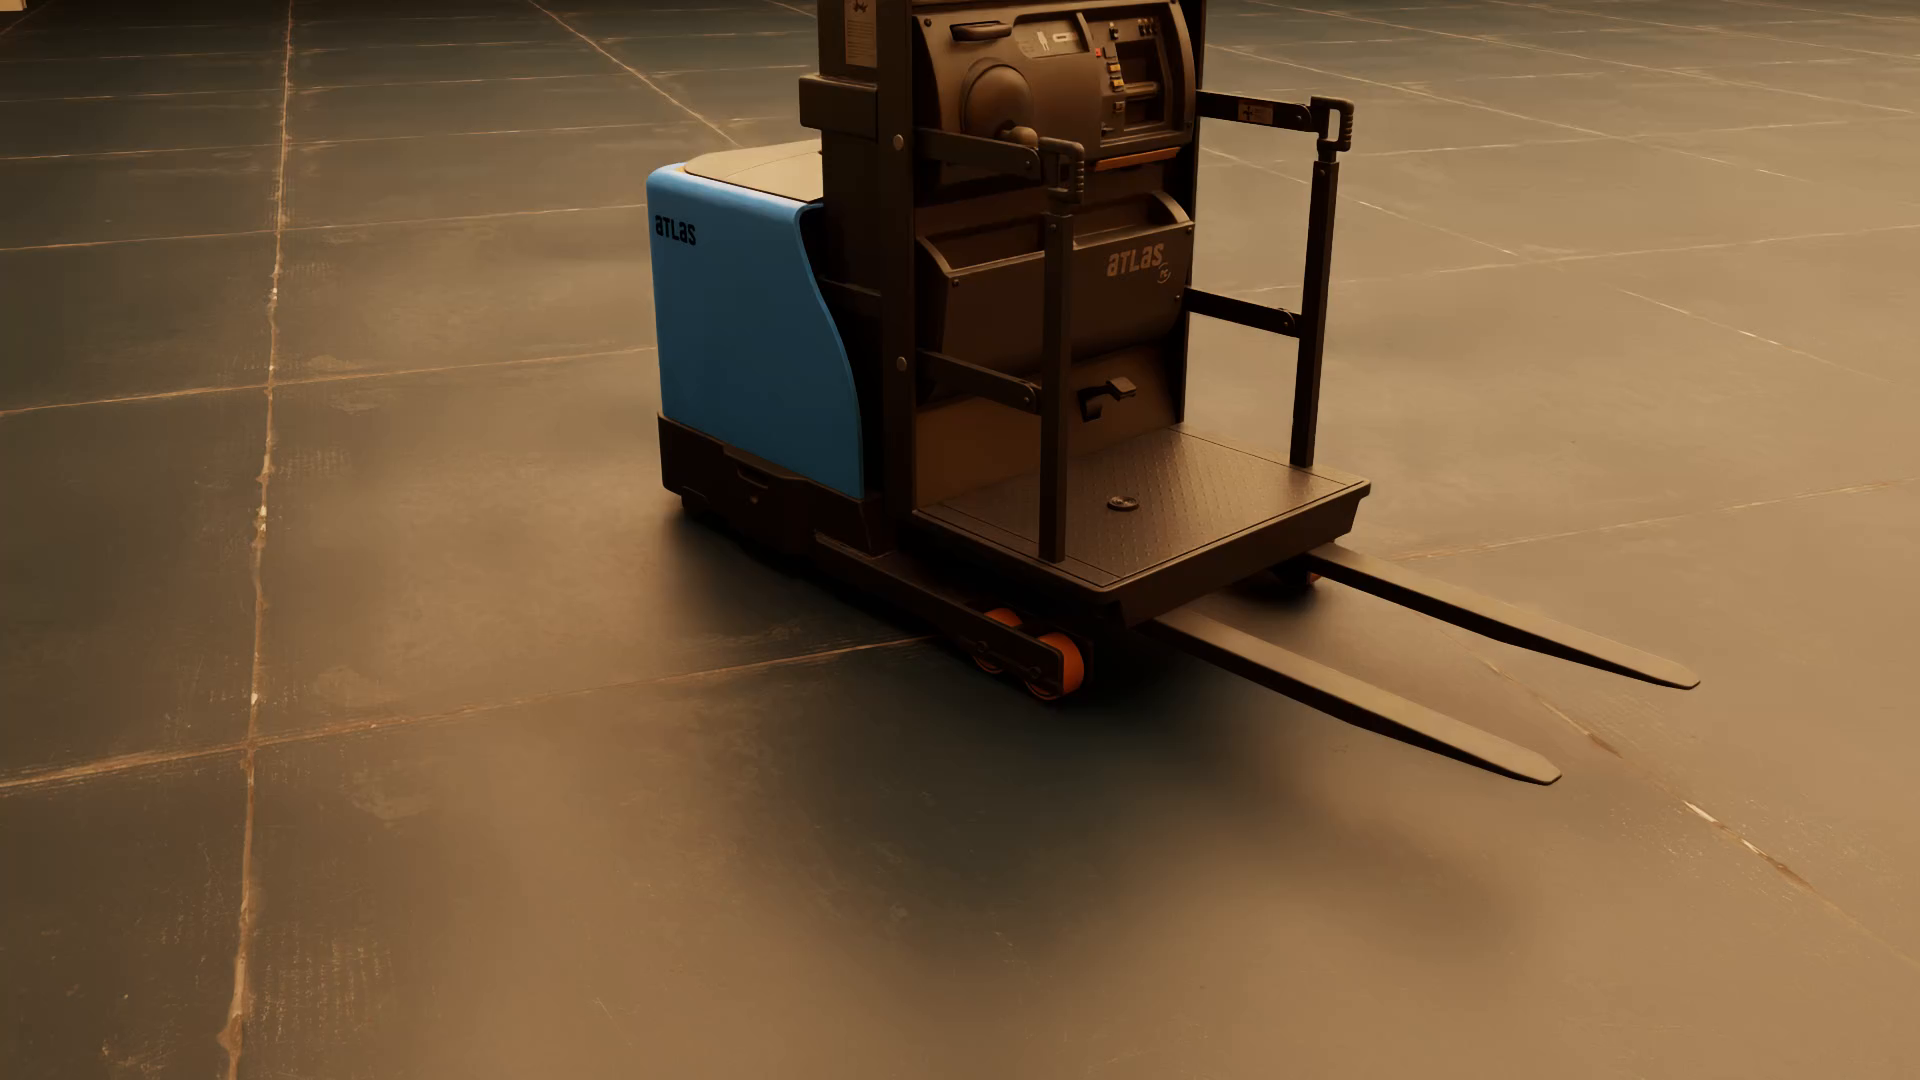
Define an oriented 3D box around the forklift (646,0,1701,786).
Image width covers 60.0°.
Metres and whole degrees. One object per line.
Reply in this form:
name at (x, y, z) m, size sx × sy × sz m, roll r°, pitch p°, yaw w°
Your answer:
forklift at (0.409, -1.176, 4.096) m, size 1.130 × 2.935 × 3.031 m, roll -19°, pitch 30°, yaw -38°
